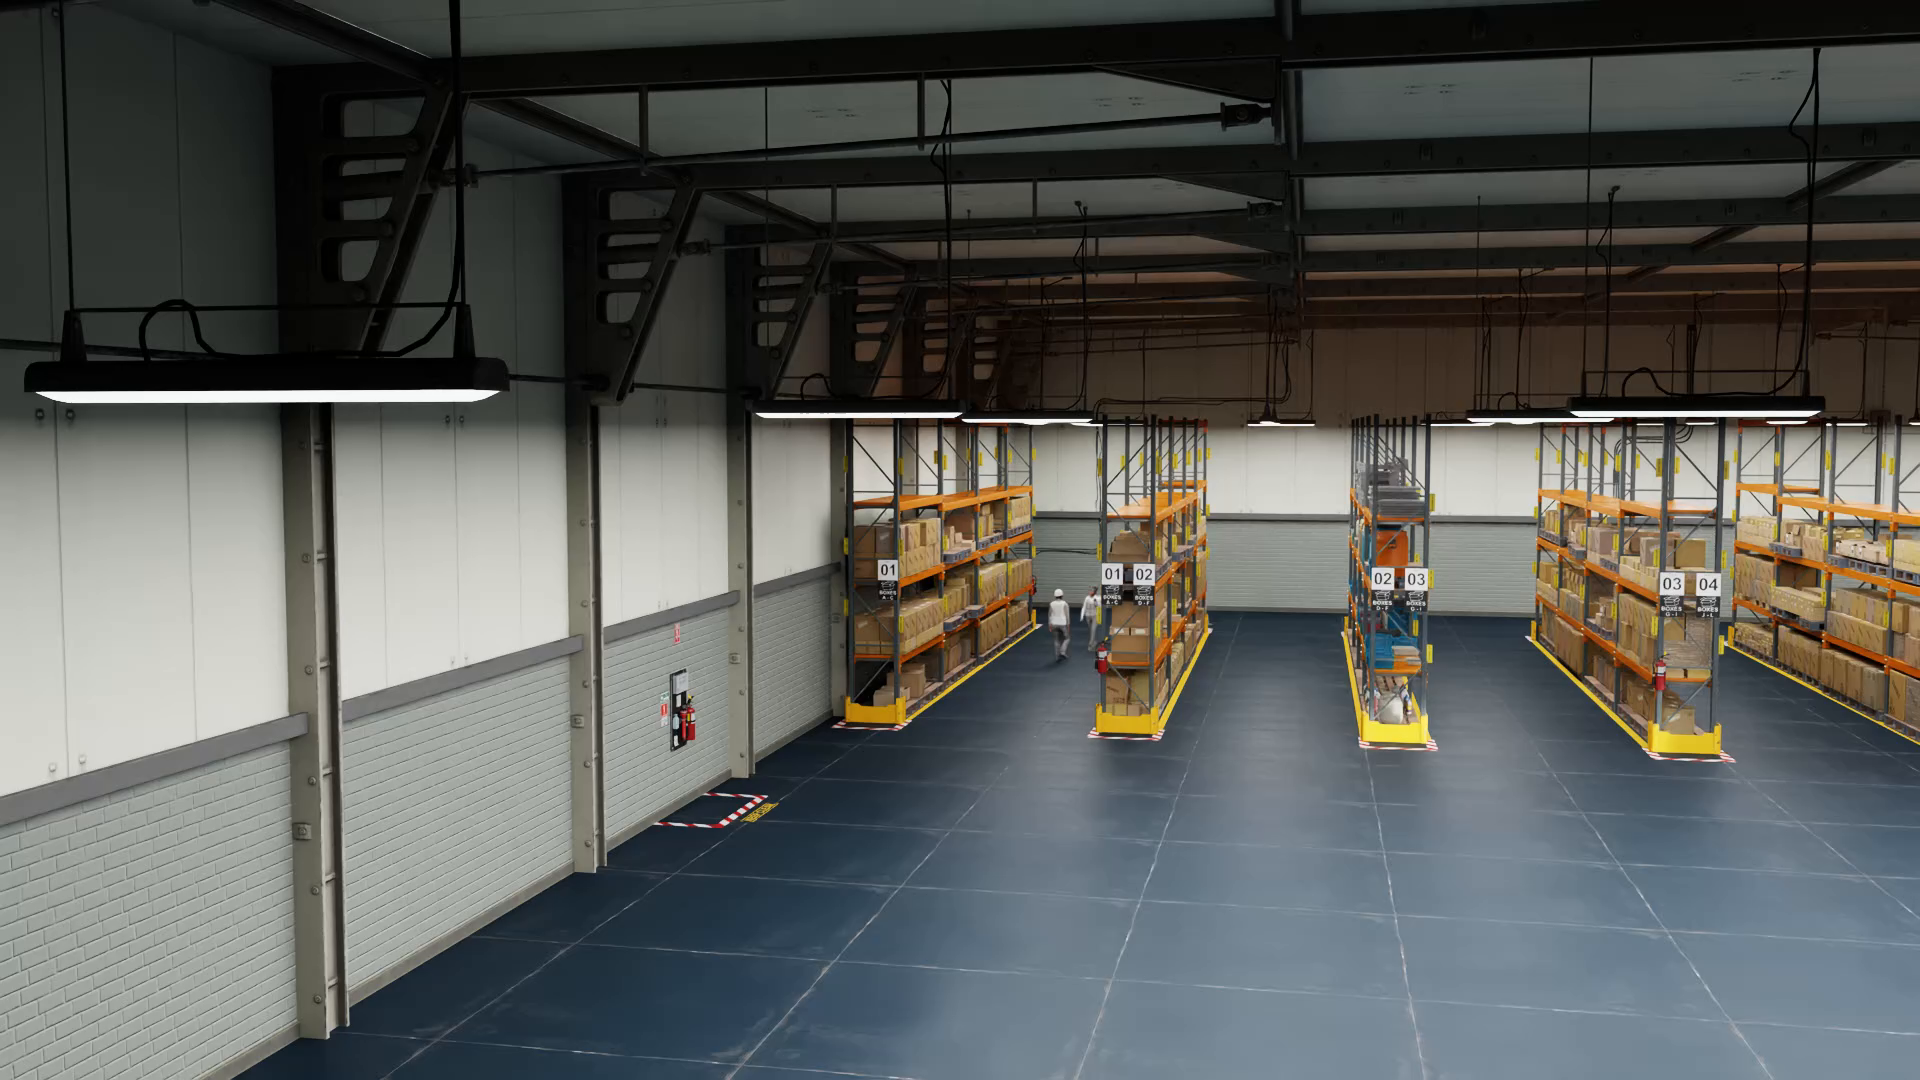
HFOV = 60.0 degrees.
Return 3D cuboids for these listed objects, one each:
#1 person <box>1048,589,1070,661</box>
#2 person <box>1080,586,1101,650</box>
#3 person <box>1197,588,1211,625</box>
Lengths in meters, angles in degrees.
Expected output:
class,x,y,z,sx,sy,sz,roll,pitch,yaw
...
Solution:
class,x,y,z,sx,sy,sz,roll,pitch,yaw
person,2.449,2.103,41.114,0.571,1.773,0.506,1,4,19
person,3.400,2.002,43.250,0.538,1.632,0.936,2,4,29
person,6.991,1.624,48.726,0.840,1.707,0.546,2,4,31
